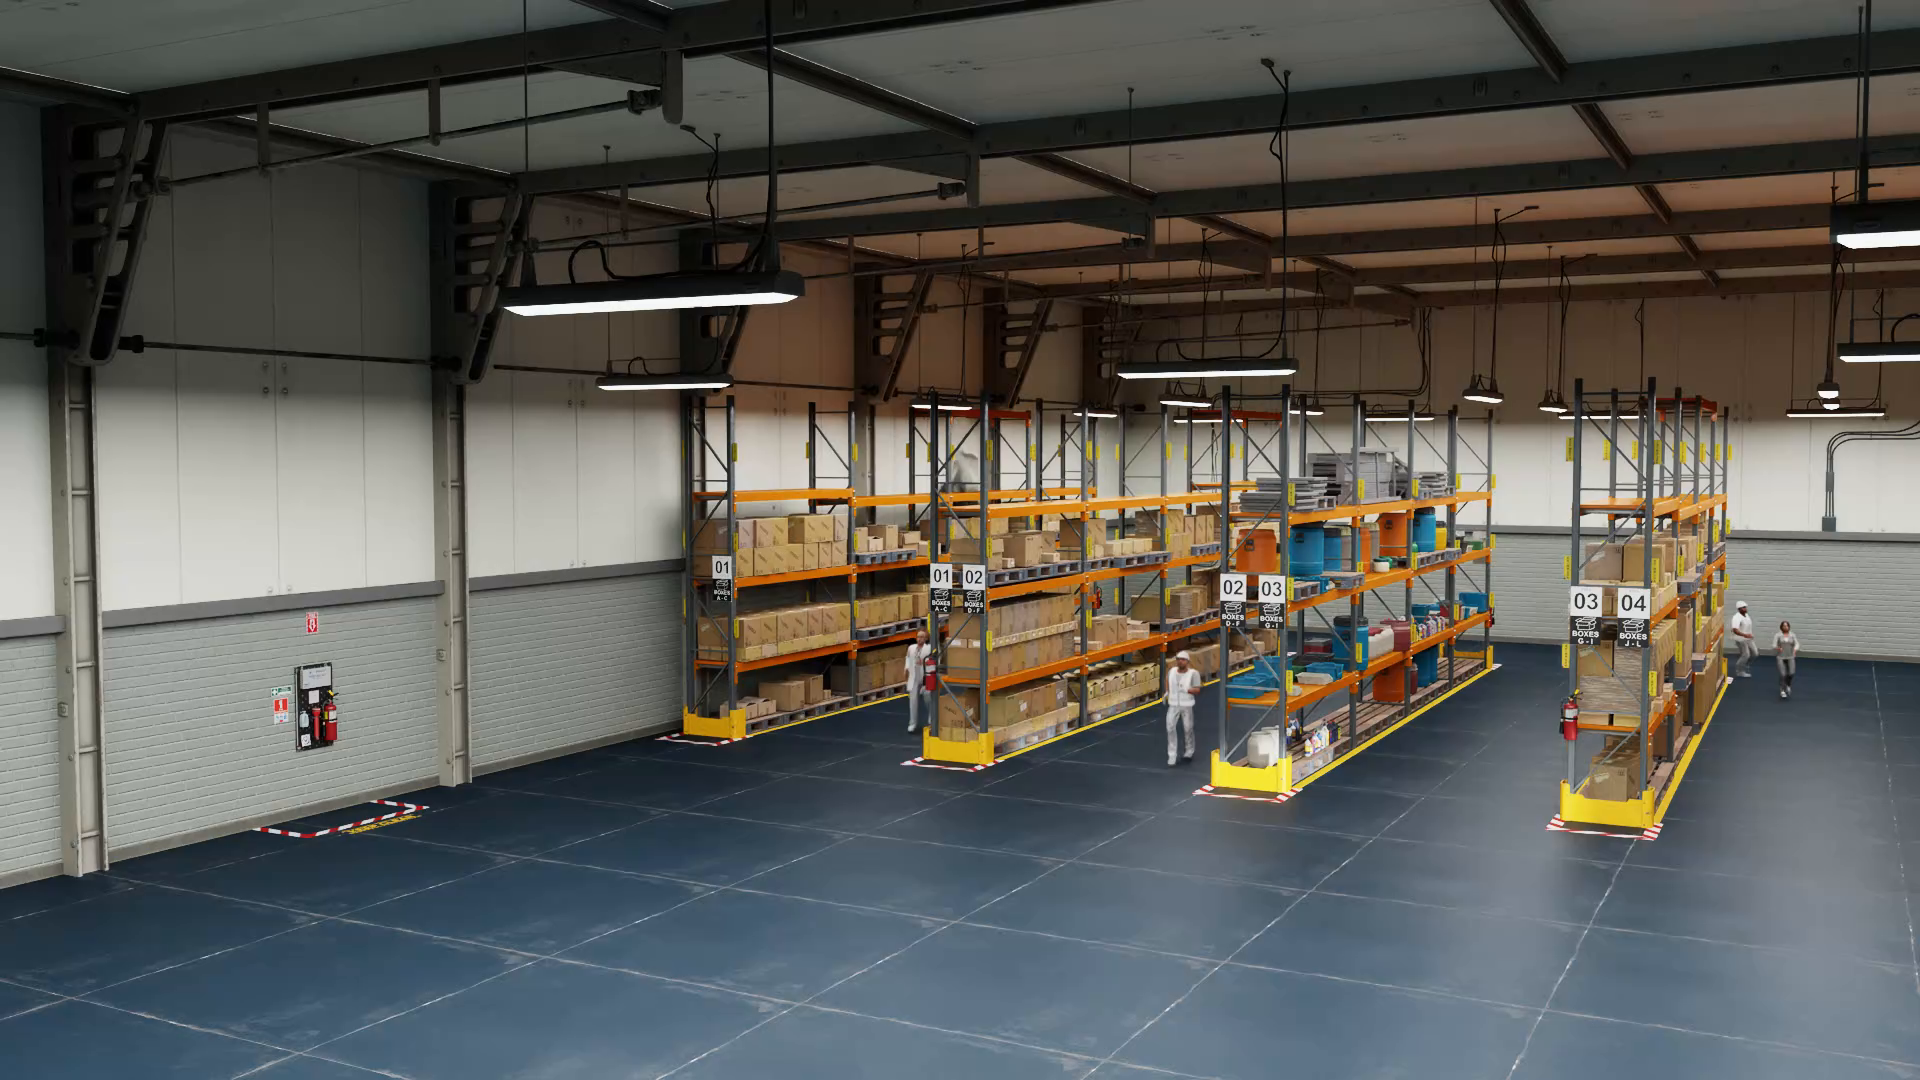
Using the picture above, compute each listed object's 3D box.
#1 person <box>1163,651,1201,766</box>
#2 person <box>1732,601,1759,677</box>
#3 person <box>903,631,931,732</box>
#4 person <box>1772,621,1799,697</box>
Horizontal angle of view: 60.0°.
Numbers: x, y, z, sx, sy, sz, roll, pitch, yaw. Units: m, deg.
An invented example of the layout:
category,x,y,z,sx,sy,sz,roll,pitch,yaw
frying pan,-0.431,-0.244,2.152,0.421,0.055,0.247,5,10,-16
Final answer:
category,x,y,z,sx,sy,sz,roll,pitch,yaw
person,3.557,2.704,26.736,0.657,1.843,0.768,1,3,22
person,17.397,2.199,36.892,0.712,1.709,0.567,-2,4,-33
person,-0.705,2.516,29.922,0.708,1.754,1.061,1,3,16
person,16.820,2.430,33.862,0.524,1.558,0.537,1,3,19
